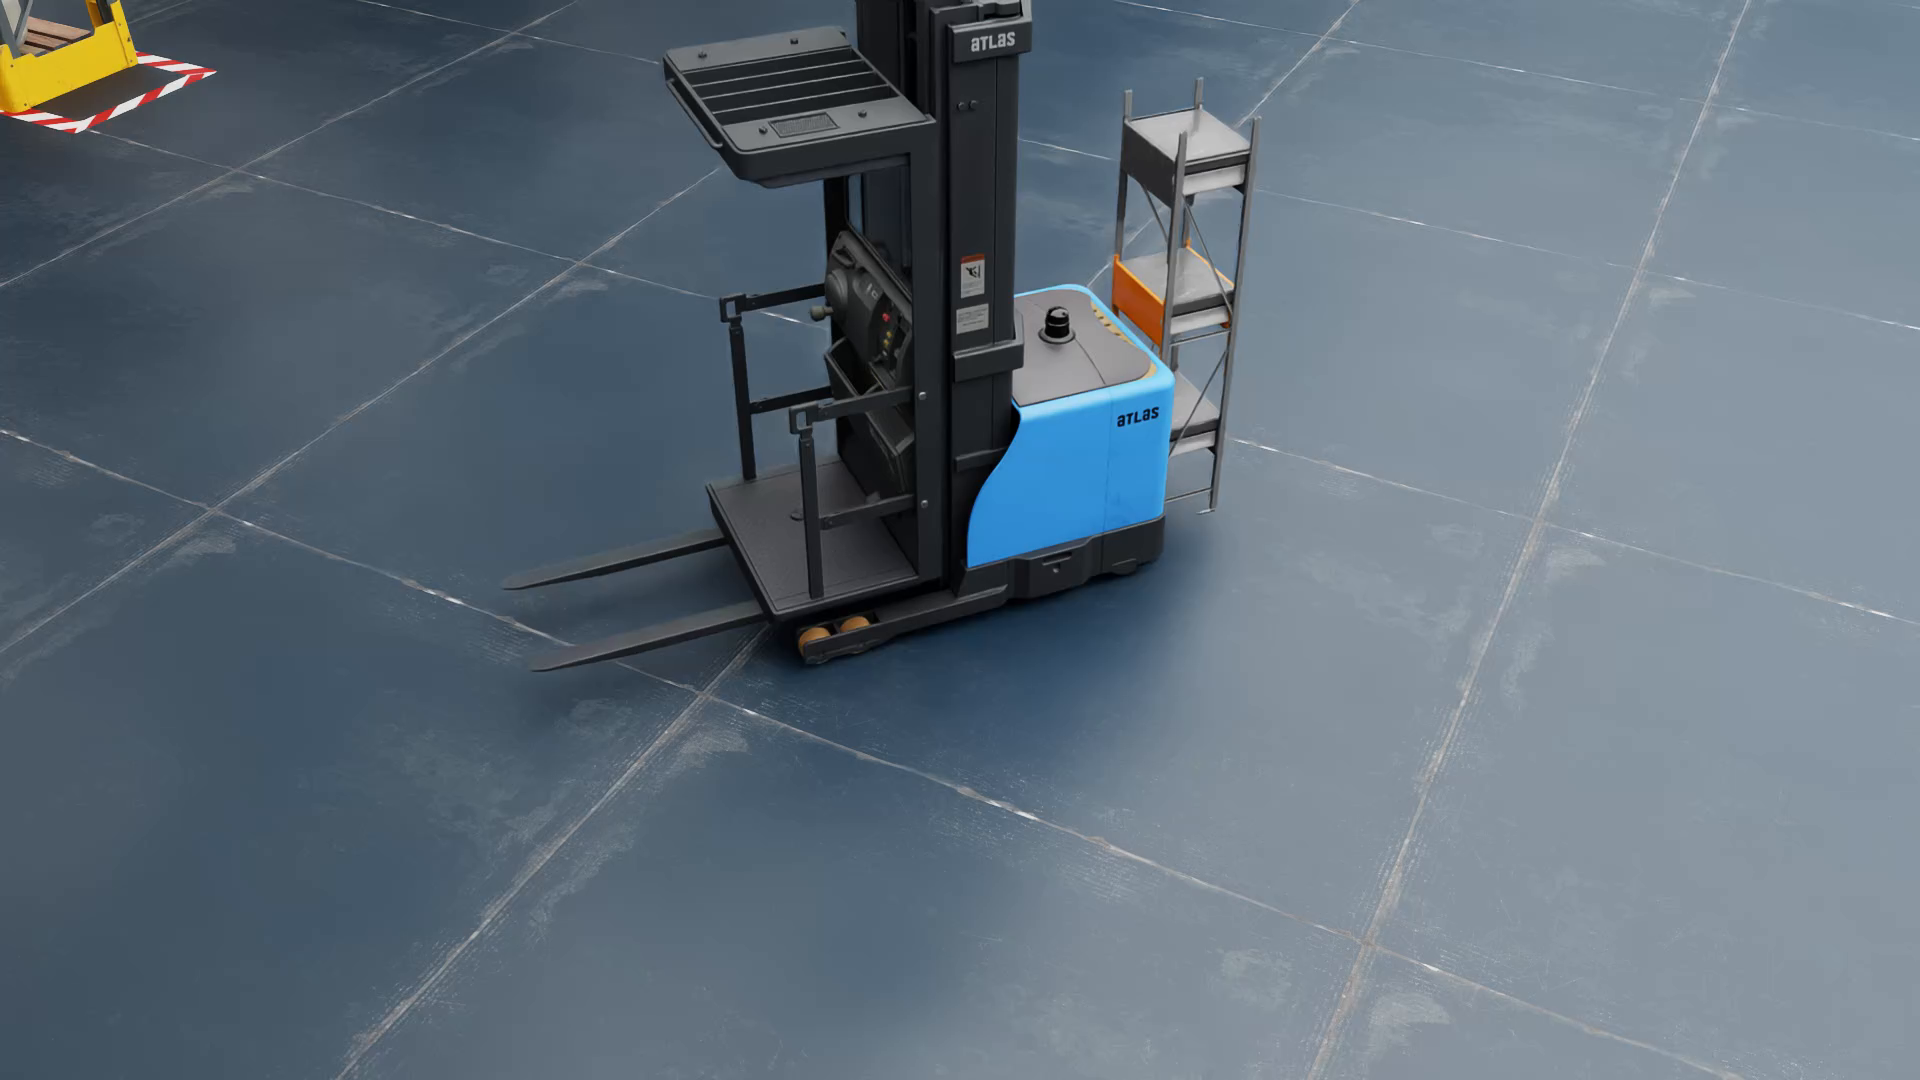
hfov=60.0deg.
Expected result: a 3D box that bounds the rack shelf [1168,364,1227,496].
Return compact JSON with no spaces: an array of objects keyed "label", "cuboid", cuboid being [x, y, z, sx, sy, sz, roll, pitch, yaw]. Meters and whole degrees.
[{"label":"rack shelf","cuboid":[1.018,-0.507,8.362,0.431,0.518,0.480,-15,40,-19]}]

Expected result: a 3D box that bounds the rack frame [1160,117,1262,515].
[{"label":"rack frame","cuboid":[1.116,-0.941,7.753,0.400,2.100,0.015,-15,40,-19]}]

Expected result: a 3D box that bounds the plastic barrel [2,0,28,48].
[{"label":"plastic barrel","cuboid":[-7.480,-4.065,12.835,0.421,0.512,0.421,0,37,0]}]

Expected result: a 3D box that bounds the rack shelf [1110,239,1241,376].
[{"label":"rack shelf","cuboid":[1.018,-1.065,7.939,0.431,0.518,0.480,-15,40,-19]}]

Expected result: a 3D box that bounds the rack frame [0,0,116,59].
[{"label":"rack frame","cuboid":[-6.860,-4.747,12.023,0.127,3.000,1.000,17,41,21]}]

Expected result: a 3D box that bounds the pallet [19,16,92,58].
[{"label":"pallet","cuboid":[-7.668,-3.861,13.162,1.213,0.211,1.003,17,41,21]}]

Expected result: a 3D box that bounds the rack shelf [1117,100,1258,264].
[{"label":"rack shelf","cuboid":[1.018,-1.622,7.516,0.431,0.518,0.480,-15,40,-19]}]

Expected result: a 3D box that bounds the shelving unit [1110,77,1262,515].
[{"label":"shelving unit","cuboid":[1.018,-1.076,7.931,0.431,2.100,0.503,-15,40,-19]}]

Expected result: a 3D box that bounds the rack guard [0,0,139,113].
[{"label":"rack guard","cuboid":[-6.950,-3.747,12.773,0.348,0.500,1.175,17,41,21]}]

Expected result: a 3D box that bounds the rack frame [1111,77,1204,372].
[{"label":"rack frame","cuboid":[0.919,-1.211,8.108,0.400,2.100,0.015,-15,40,-19]}]

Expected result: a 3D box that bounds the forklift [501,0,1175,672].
[{"label":"forklift","cuboid":[-0.582,-0.970,7.104,3.031,2.935,1.130,-14,40,-18]}]
